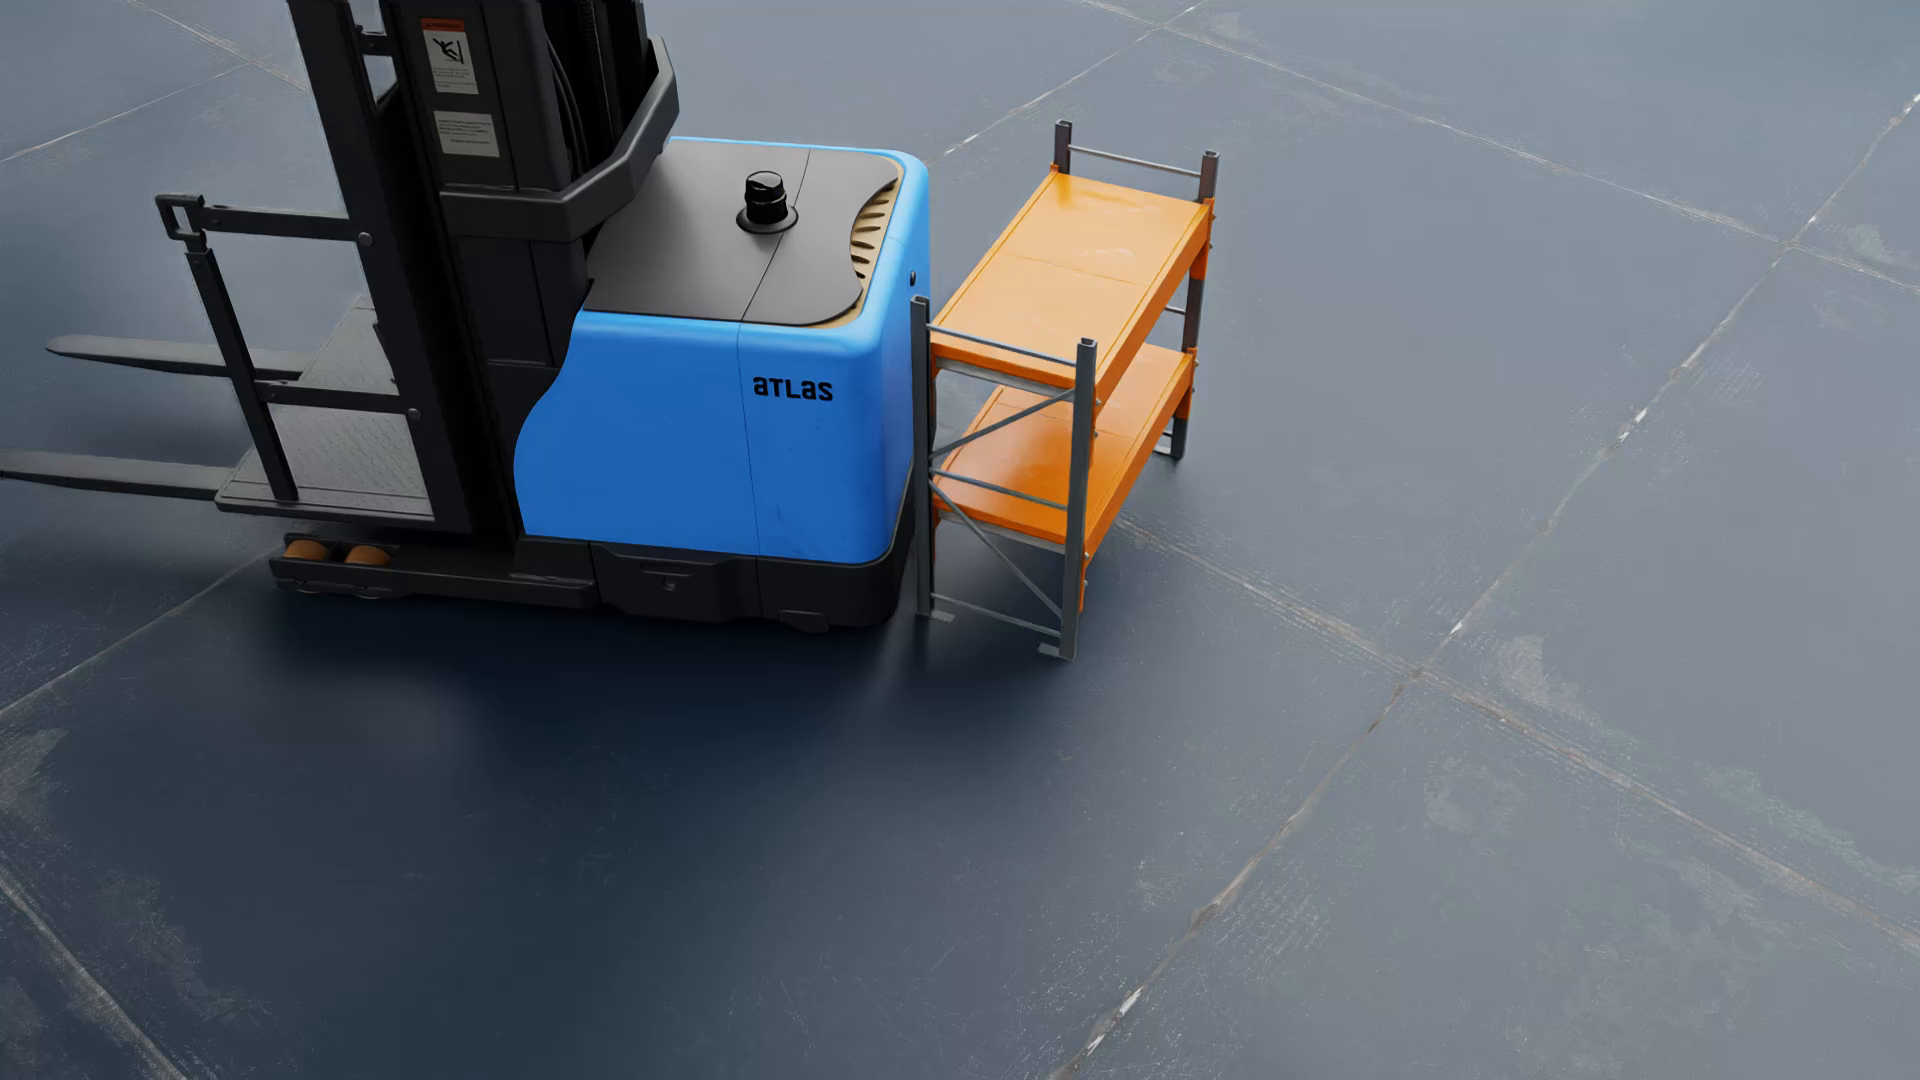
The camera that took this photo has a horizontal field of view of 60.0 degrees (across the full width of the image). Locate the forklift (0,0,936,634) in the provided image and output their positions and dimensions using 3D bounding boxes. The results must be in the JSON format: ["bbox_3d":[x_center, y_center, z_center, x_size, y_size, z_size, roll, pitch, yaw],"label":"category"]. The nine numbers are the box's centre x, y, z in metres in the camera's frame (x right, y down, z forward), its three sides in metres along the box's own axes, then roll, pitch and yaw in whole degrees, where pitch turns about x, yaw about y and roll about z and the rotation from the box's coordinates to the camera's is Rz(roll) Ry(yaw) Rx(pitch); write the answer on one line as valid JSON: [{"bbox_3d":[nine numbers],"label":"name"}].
[{"bbox_3d":[-1.637,-1.251,4.447,3.031,2.935,1.130,5,43,6],"label":"forklift"}]

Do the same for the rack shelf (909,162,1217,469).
[{"bbox_3d":[0.312,-0.666,4.712,0.538,0.278,1.000,17,45,17],"label":"rack shelf"}]

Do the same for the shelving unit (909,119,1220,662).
[{"bbox_3d":[0.312,-0.450,4.909,0.538,1.125,1.048,17,45,17],"label":"shelving unit"}]

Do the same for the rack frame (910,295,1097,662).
[{"bbox_3d":[0.106,-0.137,4.565,0.500,1.125,0.032,17,45,17],"label":"rack frame"}]

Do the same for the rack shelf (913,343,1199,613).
[{"bbox_3d":[0.312,-0.269,5.073,0.538,0.278,1.000,17,45,17],"label":"rack shelf"}]

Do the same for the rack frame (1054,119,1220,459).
[{"bbox_3d":[0.517,-0.763,5.253,0.500,1.125,0.032,17,45,17],"label":"rack frame"}]
